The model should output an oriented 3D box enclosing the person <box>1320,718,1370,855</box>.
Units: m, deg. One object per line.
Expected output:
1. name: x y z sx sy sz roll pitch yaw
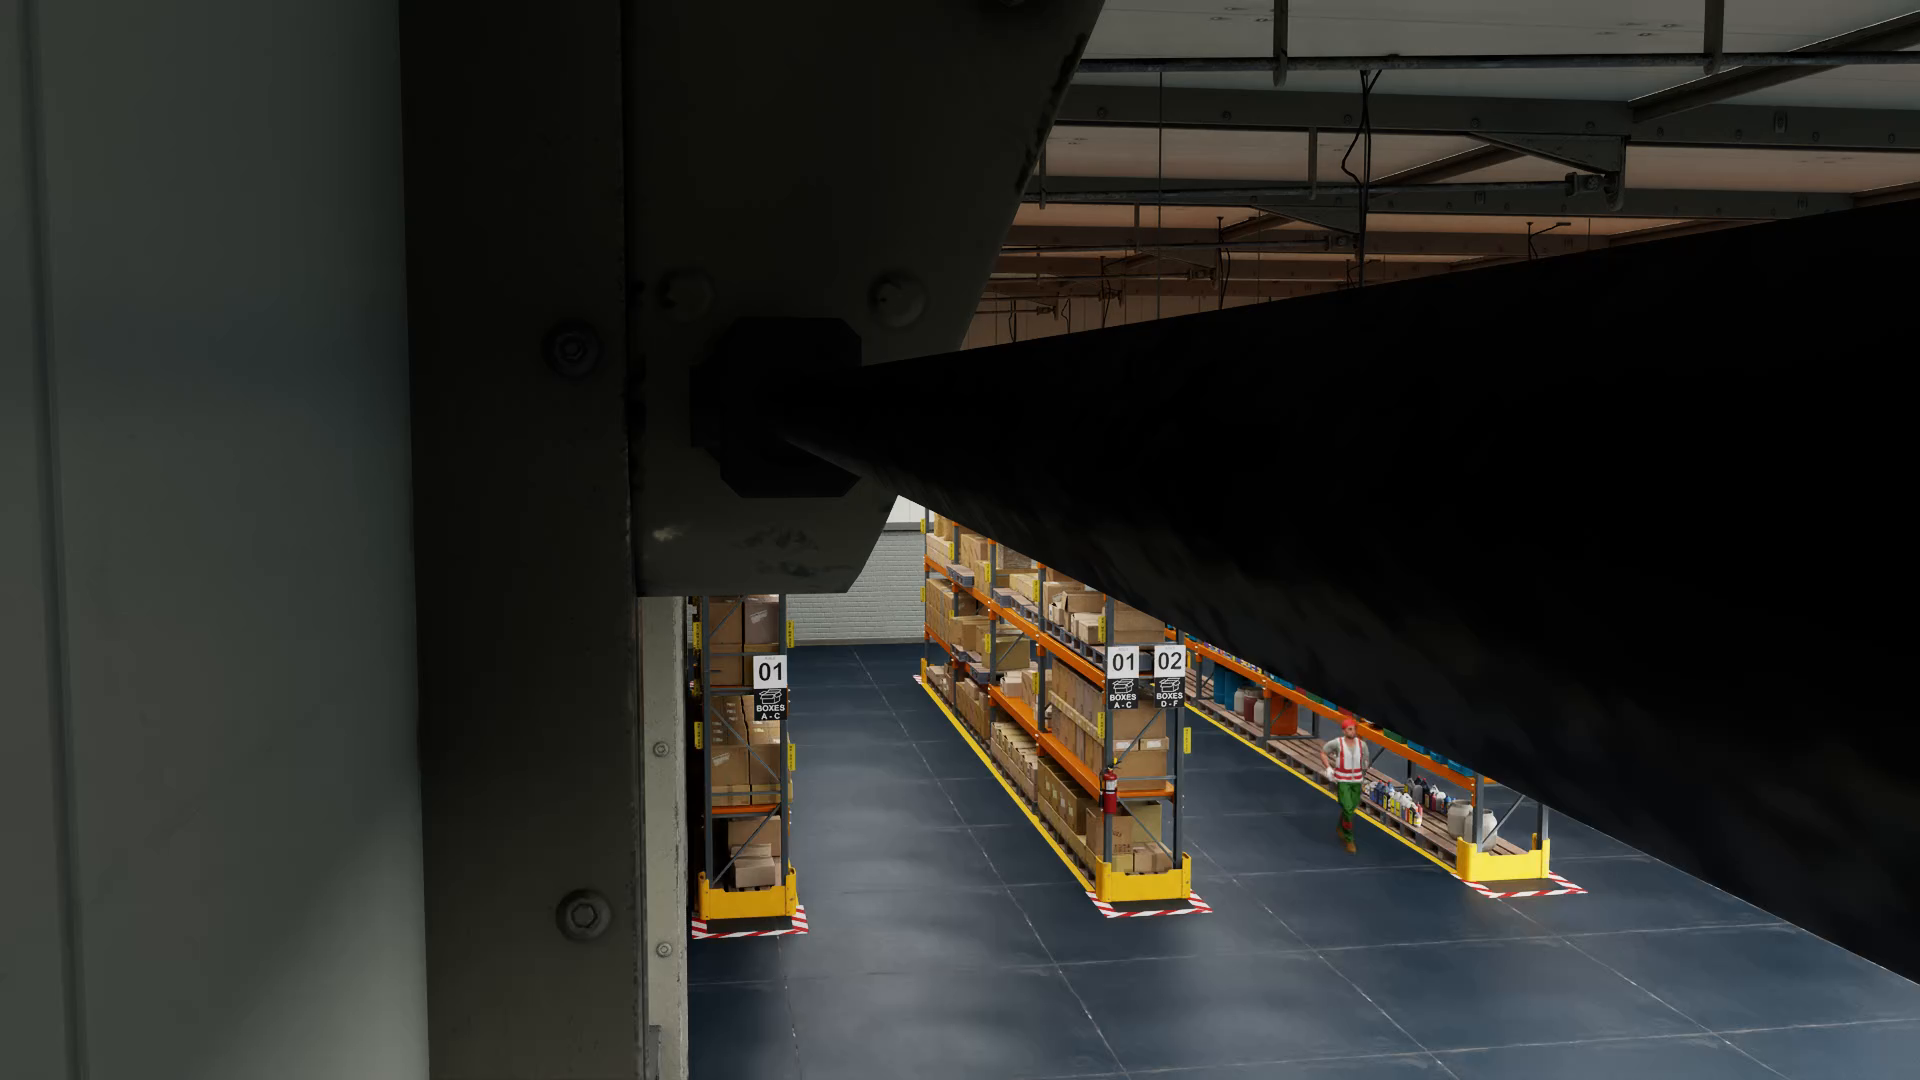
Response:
1. person: 5.411 3.389 23.192 0.640 1.824 0.814 -1 5 -13
